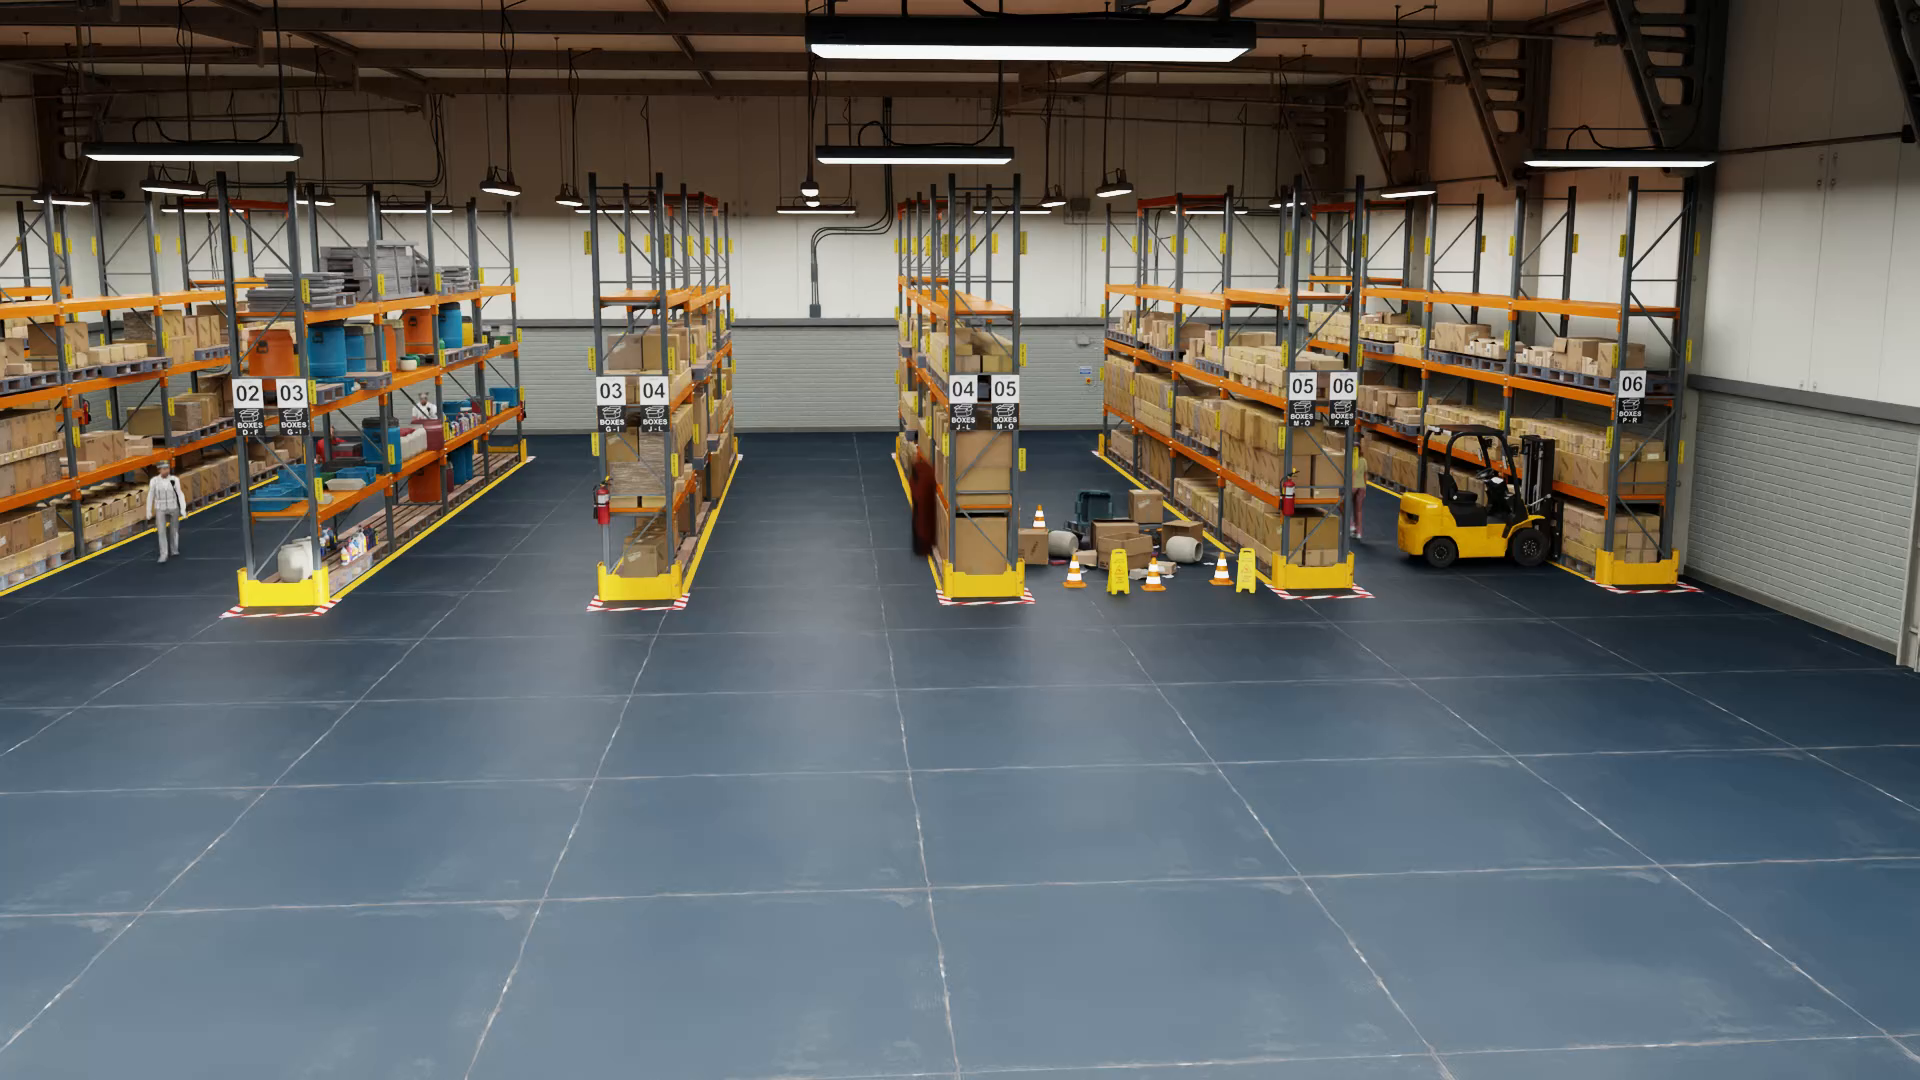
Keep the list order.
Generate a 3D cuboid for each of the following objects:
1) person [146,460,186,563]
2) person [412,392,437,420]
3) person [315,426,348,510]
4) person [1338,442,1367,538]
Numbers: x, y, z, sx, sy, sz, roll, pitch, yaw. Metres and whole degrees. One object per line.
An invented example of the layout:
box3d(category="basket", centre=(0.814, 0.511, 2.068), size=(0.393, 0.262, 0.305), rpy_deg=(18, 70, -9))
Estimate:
box3d(category="person", centre=(-12.745, -0.495, 26.679), size=(0.593, 1.605, 1.031), rpy_deg=(-4, 11, -23))
box3d(category="person", centre=(-12.267, -2.542, 38.020), size=(0.644, 1.695, 1.048), rpy_deg=(0, 10, -2))
box3d(category="person", centre=(-11.789, -1.319, 31.252), size=(0.634, 1.663, 1.078), rpy_deg=(-1, 10, -7))
box3d(category="person", centre=(6.851, -0.871, 28.764), size=(0.472, 1.649, 0.511), rpy_deg=(-3, 10, -16))
